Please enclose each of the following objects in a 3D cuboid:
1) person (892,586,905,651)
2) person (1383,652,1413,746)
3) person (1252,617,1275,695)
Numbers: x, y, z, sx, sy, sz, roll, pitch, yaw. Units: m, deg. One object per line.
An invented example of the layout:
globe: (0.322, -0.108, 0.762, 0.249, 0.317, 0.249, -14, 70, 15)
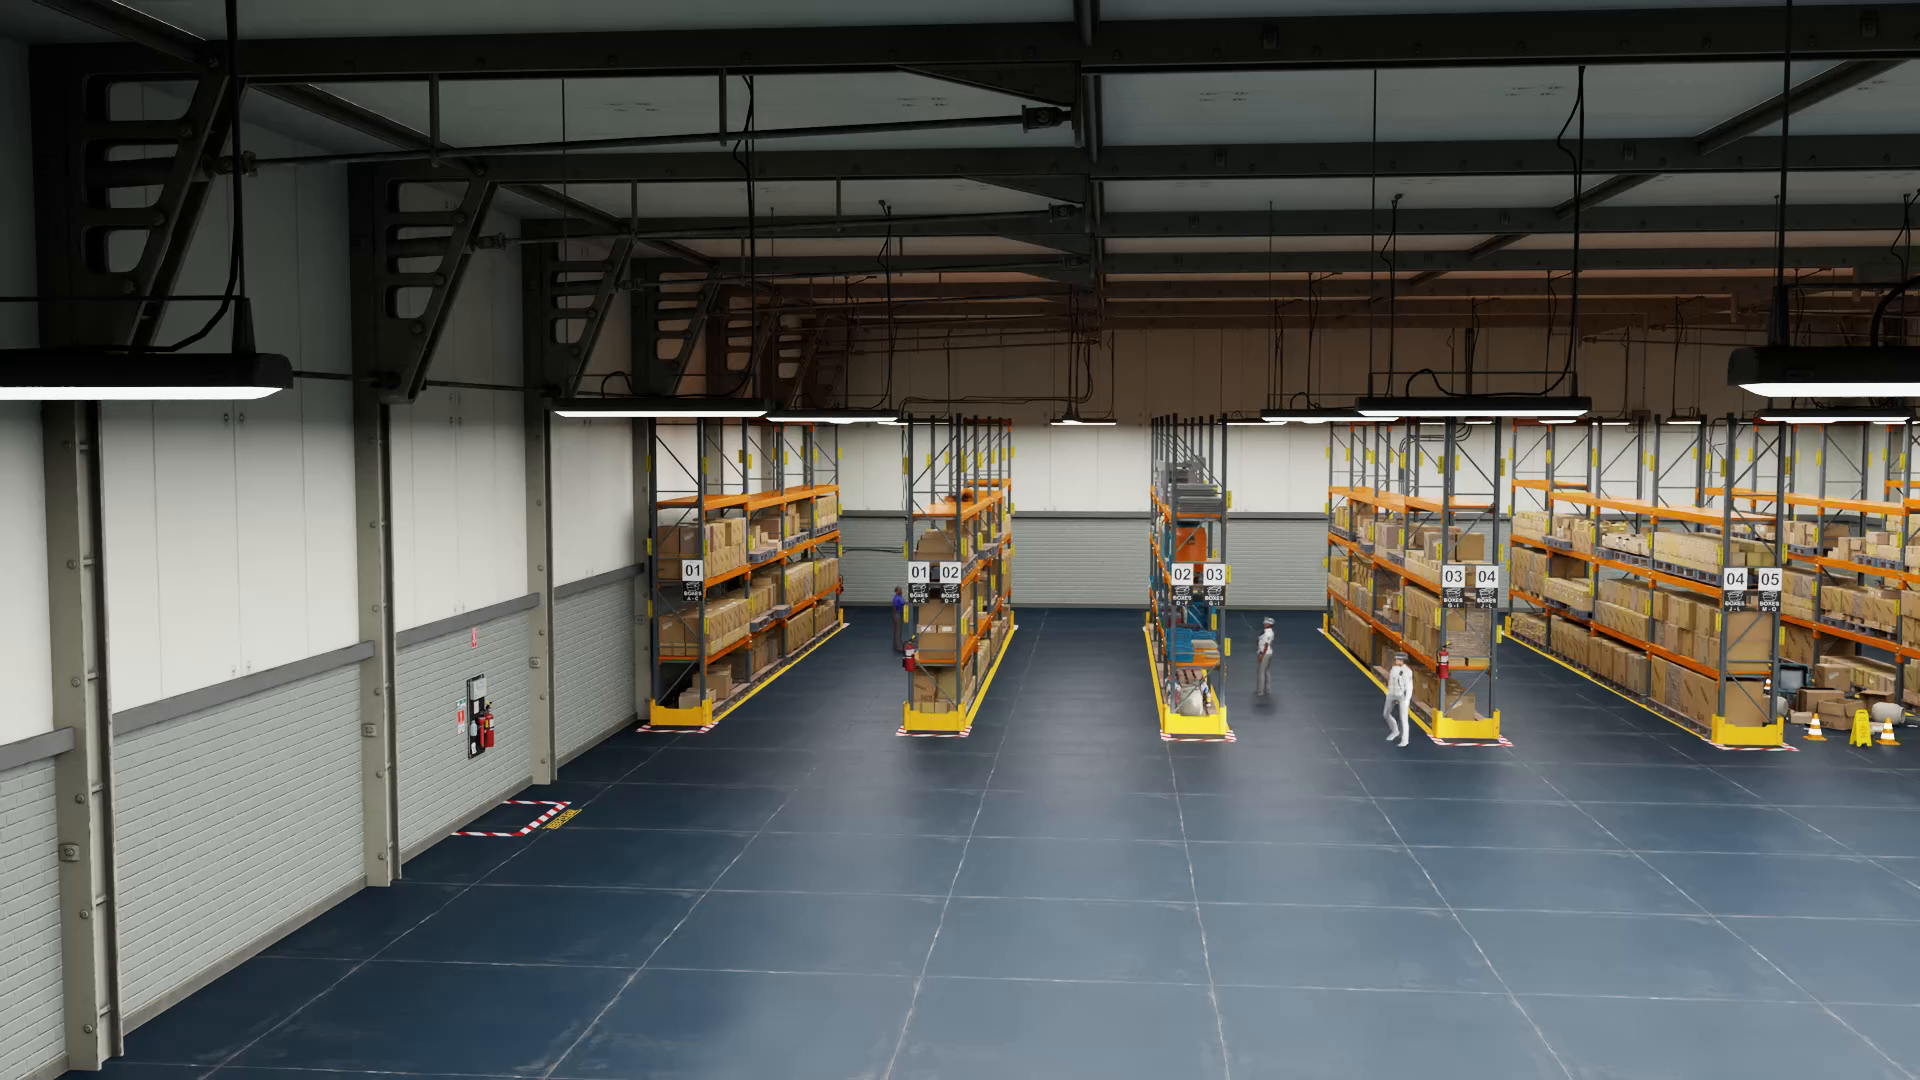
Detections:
person: (-1.529, 2.014, 42.897, 0.493, 1.680, 0.472, 1, 4, 18)
person: (7.945, 2.858, 30.112, 0.440, 1.673, 0.571, -3, 5, -41)
person: (6.505, 2.489, 35.639, 0.467, 1.683, 0.538, 1, 4, 21)
